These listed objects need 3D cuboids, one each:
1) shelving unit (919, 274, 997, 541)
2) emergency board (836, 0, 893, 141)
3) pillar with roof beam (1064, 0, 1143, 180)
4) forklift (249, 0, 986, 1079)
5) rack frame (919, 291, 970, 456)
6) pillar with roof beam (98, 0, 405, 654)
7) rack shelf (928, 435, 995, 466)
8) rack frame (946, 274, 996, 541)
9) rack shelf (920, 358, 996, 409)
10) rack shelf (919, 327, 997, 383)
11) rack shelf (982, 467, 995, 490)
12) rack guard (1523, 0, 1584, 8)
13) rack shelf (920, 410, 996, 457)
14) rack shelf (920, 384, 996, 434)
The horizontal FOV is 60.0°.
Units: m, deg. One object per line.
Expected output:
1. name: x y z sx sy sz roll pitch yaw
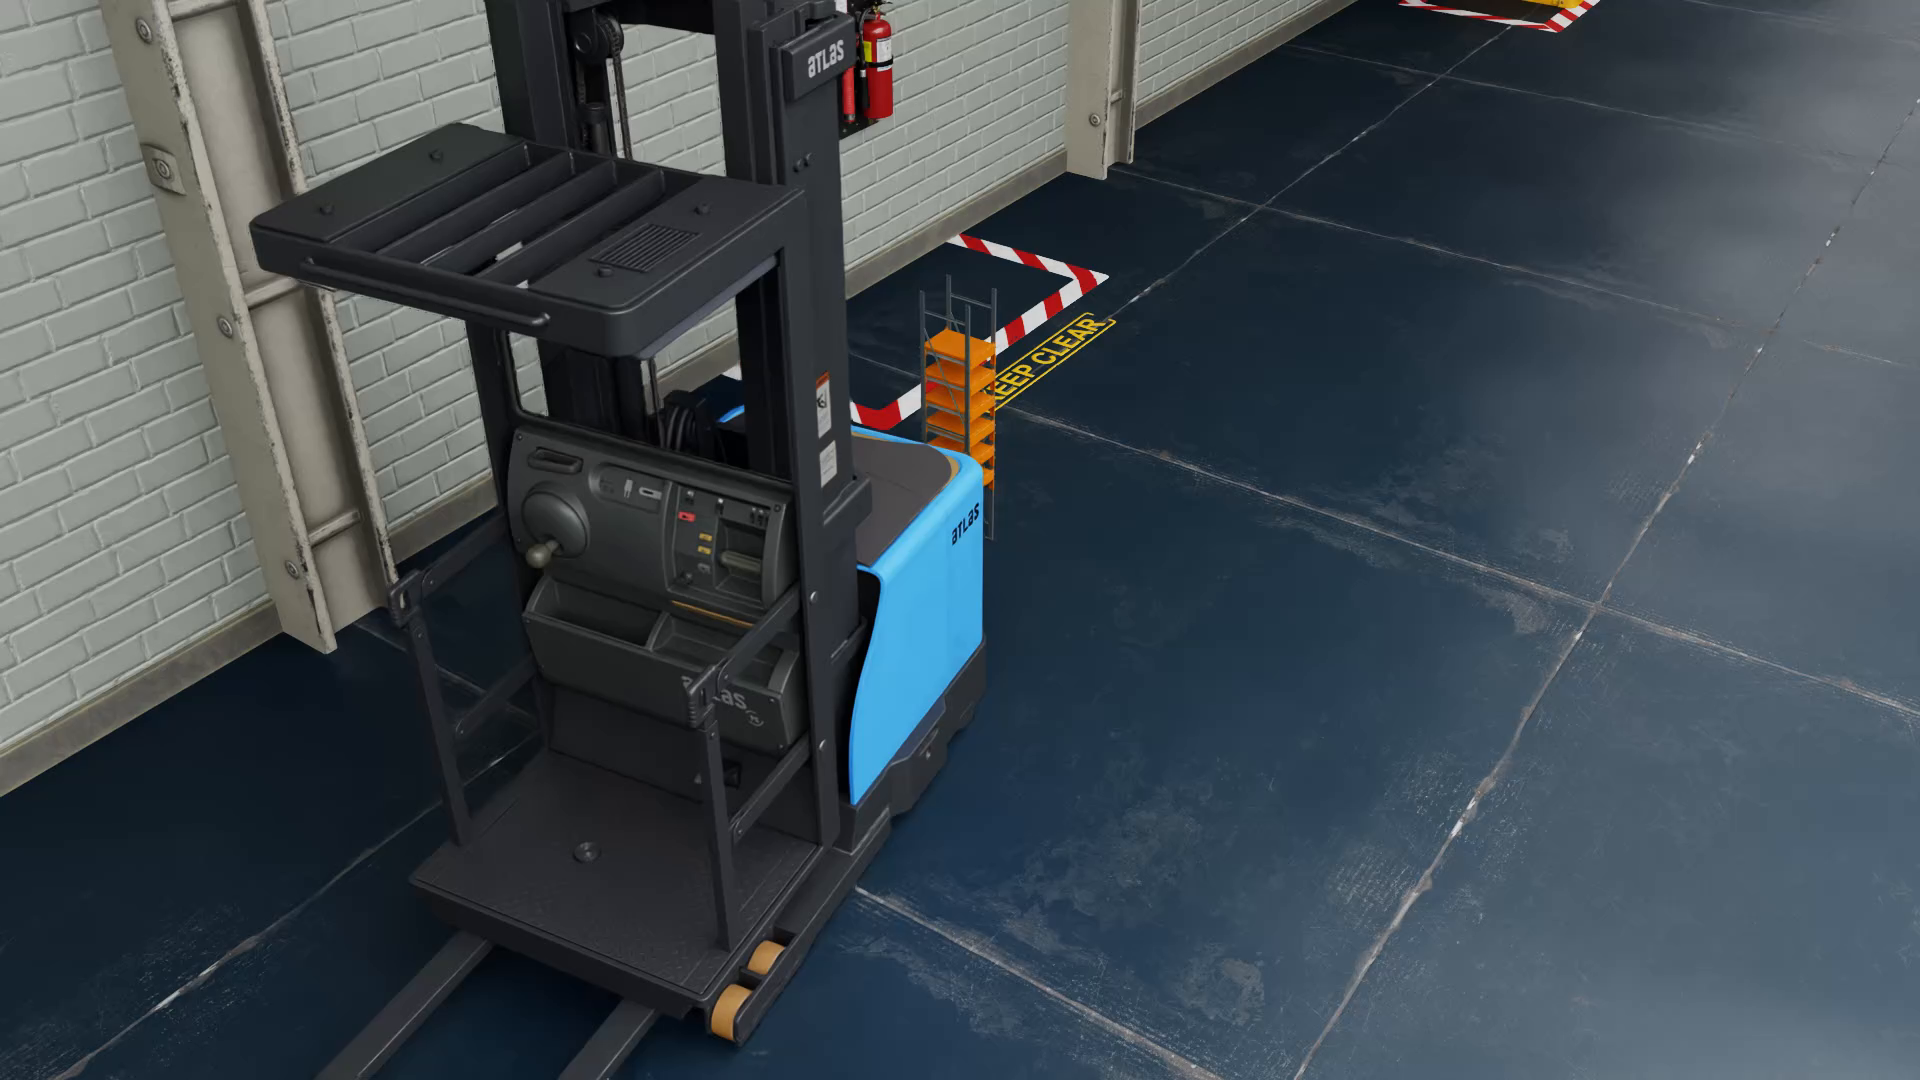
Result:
1. shelving unit: -0.008 -0.490 6.904 0.258 1.200 0.189 21 39 28
2. emergency board: -0.539 -2.565 8.366 0.194 1.169 0.643 21 39 28
3. pillar with roof beam: 4.438 -4.801 6.316 9.100 9.000 0.400 21 39 28
4. forklift: -1.000 0.013 4.615 1.130 2.935 3.031 15 37 21
5. rack frame: -0.060 -0.448 6.842 0.240 1.200 0.006 21 39 28
6. pillar with roof beam: 1.017 -2.039 2.233 9.100 9.000 0.400 21 39 28
7. rack shelf: -0.008 -0.354 6.996 0.258 0.103 0.180 21 39 28
8. rack frame: 0.044 -0.532 6.966 0.240 1.200 0.006 21 39 28
9. rack shelf: -0.008 -0.652 6.794 0.258 0.103 0.180 21 39 28
10. rack shelf: -0.008 -0.752 6.727 0.258 0.103 0.180 21 39 28
11. rack shelf: -0.008 -0.255 7.063 0.258 0.103 0.180 21 39 28
12. rack guard: 4.677 -4.853 13.980 1.175 0.500 0.348 21 39 28
13. rack shelf: -0.008 -0.454 6.929 0.258 0.103 0.180 21 39 28
14. rack shelf: -0.008 -0.553 6.862 0.258 0.103 0.180 21 39 28
